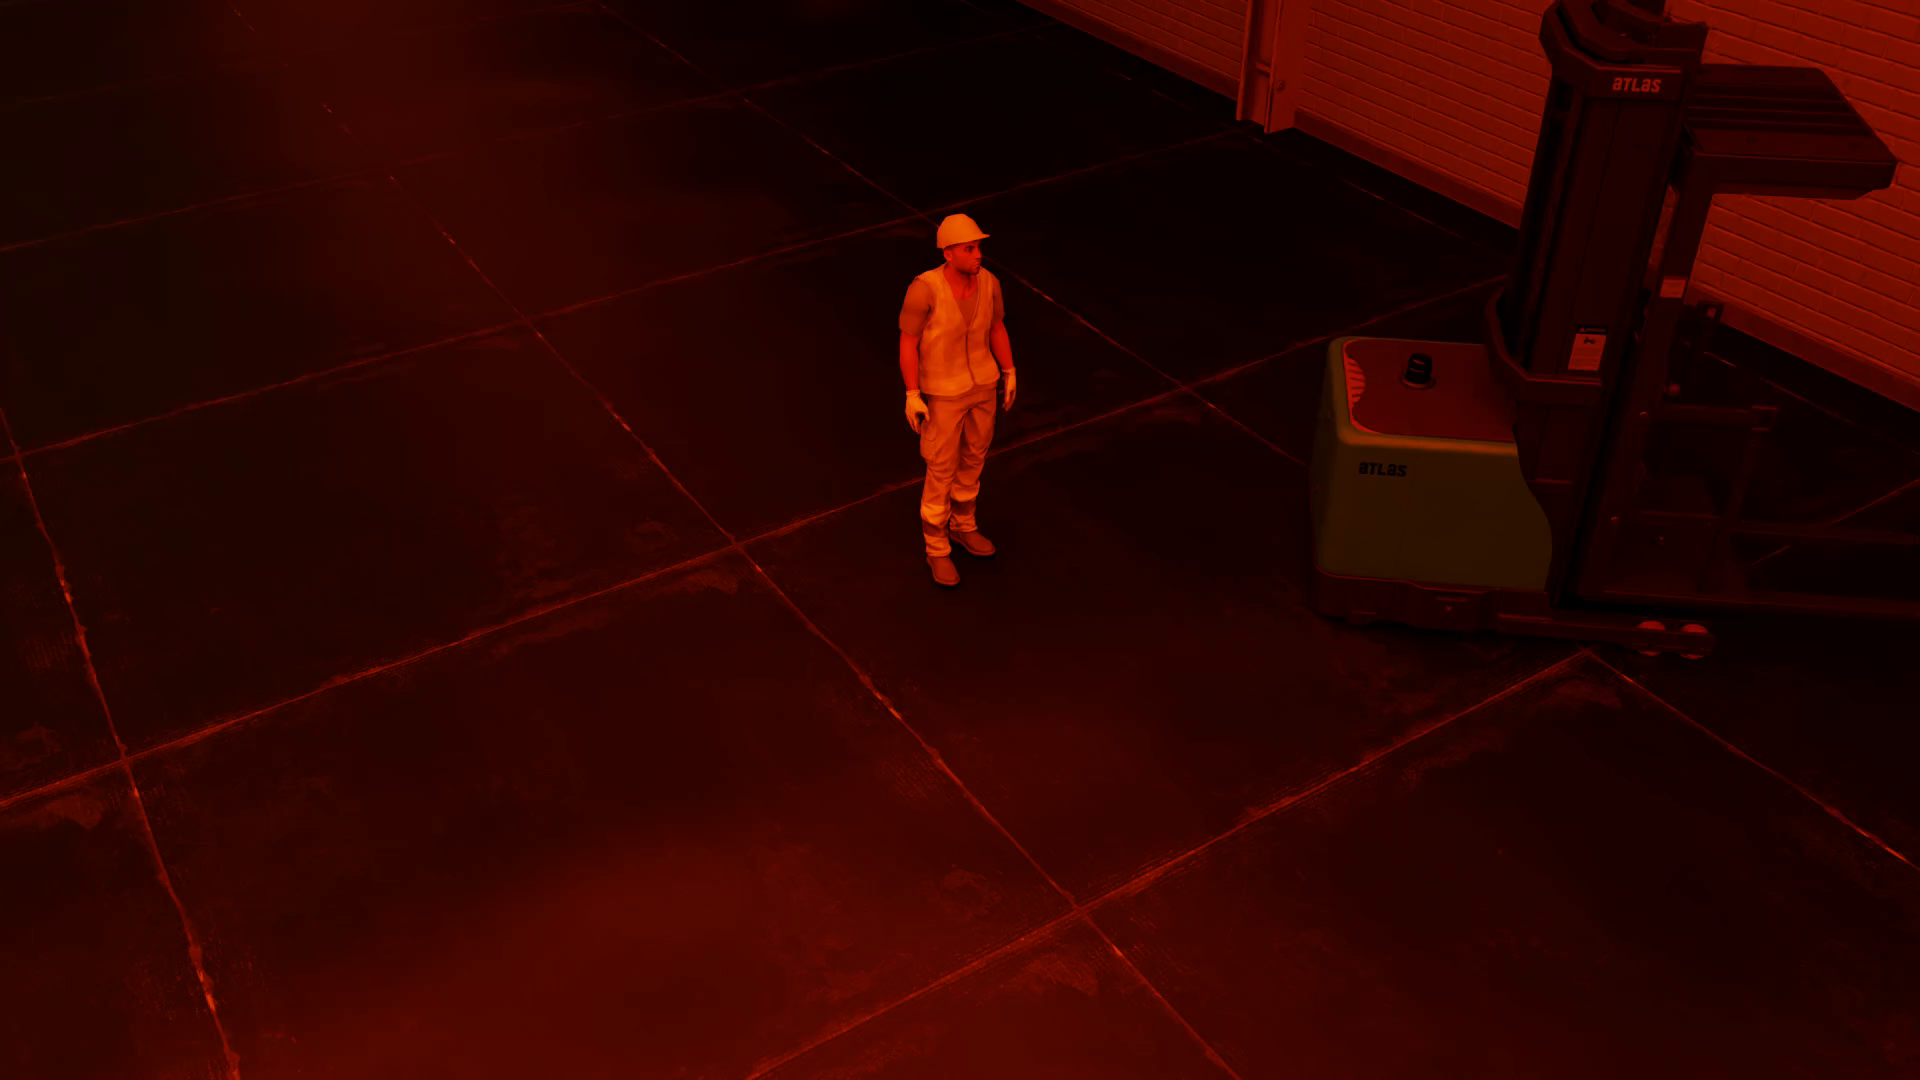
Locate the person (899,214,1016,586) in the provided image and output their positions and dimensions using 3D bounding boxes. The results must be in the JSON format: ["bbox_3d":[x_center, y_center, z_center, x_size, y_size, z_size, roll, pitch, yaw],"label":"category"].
[{"bbox_3d":[0.035,-0.695,8.119,0.638,1.789,0.562,-21,40,-27],"label":"person"}]

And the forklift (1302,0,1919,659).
[{"bbox_3d":[3.262,-0.961,7.515,3.031,2.935,1.130,4,35,6],"label":"forklift"}]
